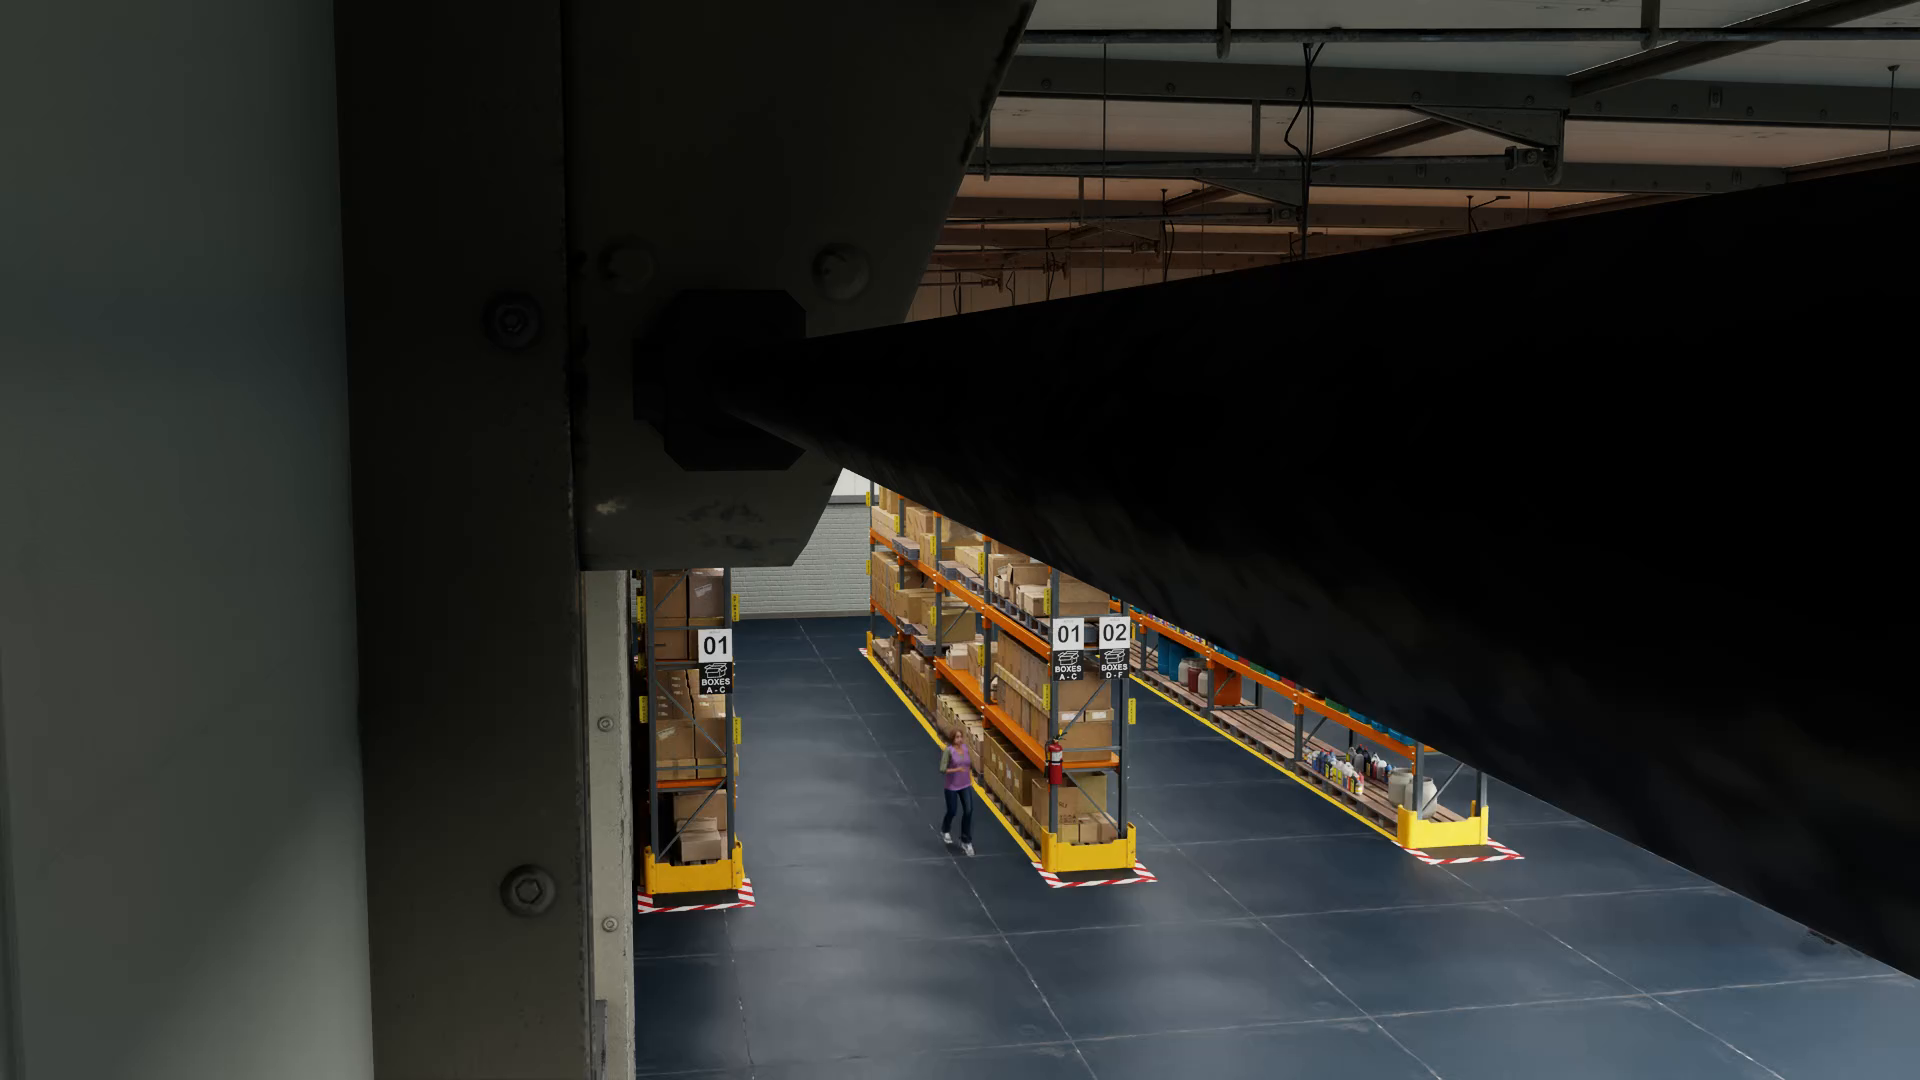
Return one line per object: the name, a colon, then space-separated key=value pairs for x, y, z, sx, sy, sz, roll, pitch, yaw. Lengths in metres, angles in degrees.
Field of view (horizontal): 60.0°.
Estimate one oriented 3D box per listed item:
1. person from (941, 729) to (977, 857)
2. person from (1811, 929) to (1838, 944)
person: x=-0.016 y=3.252 z=21.660 sx=0.534 sy=1.609 sz=0.807 roll=-3 pitch=7 yaw=-25
person: x=9.706 y=3.591 z=17.871 sx=0.921 sy=1.735 sz=0.644 roll=1 pitch=6 yaw=12
